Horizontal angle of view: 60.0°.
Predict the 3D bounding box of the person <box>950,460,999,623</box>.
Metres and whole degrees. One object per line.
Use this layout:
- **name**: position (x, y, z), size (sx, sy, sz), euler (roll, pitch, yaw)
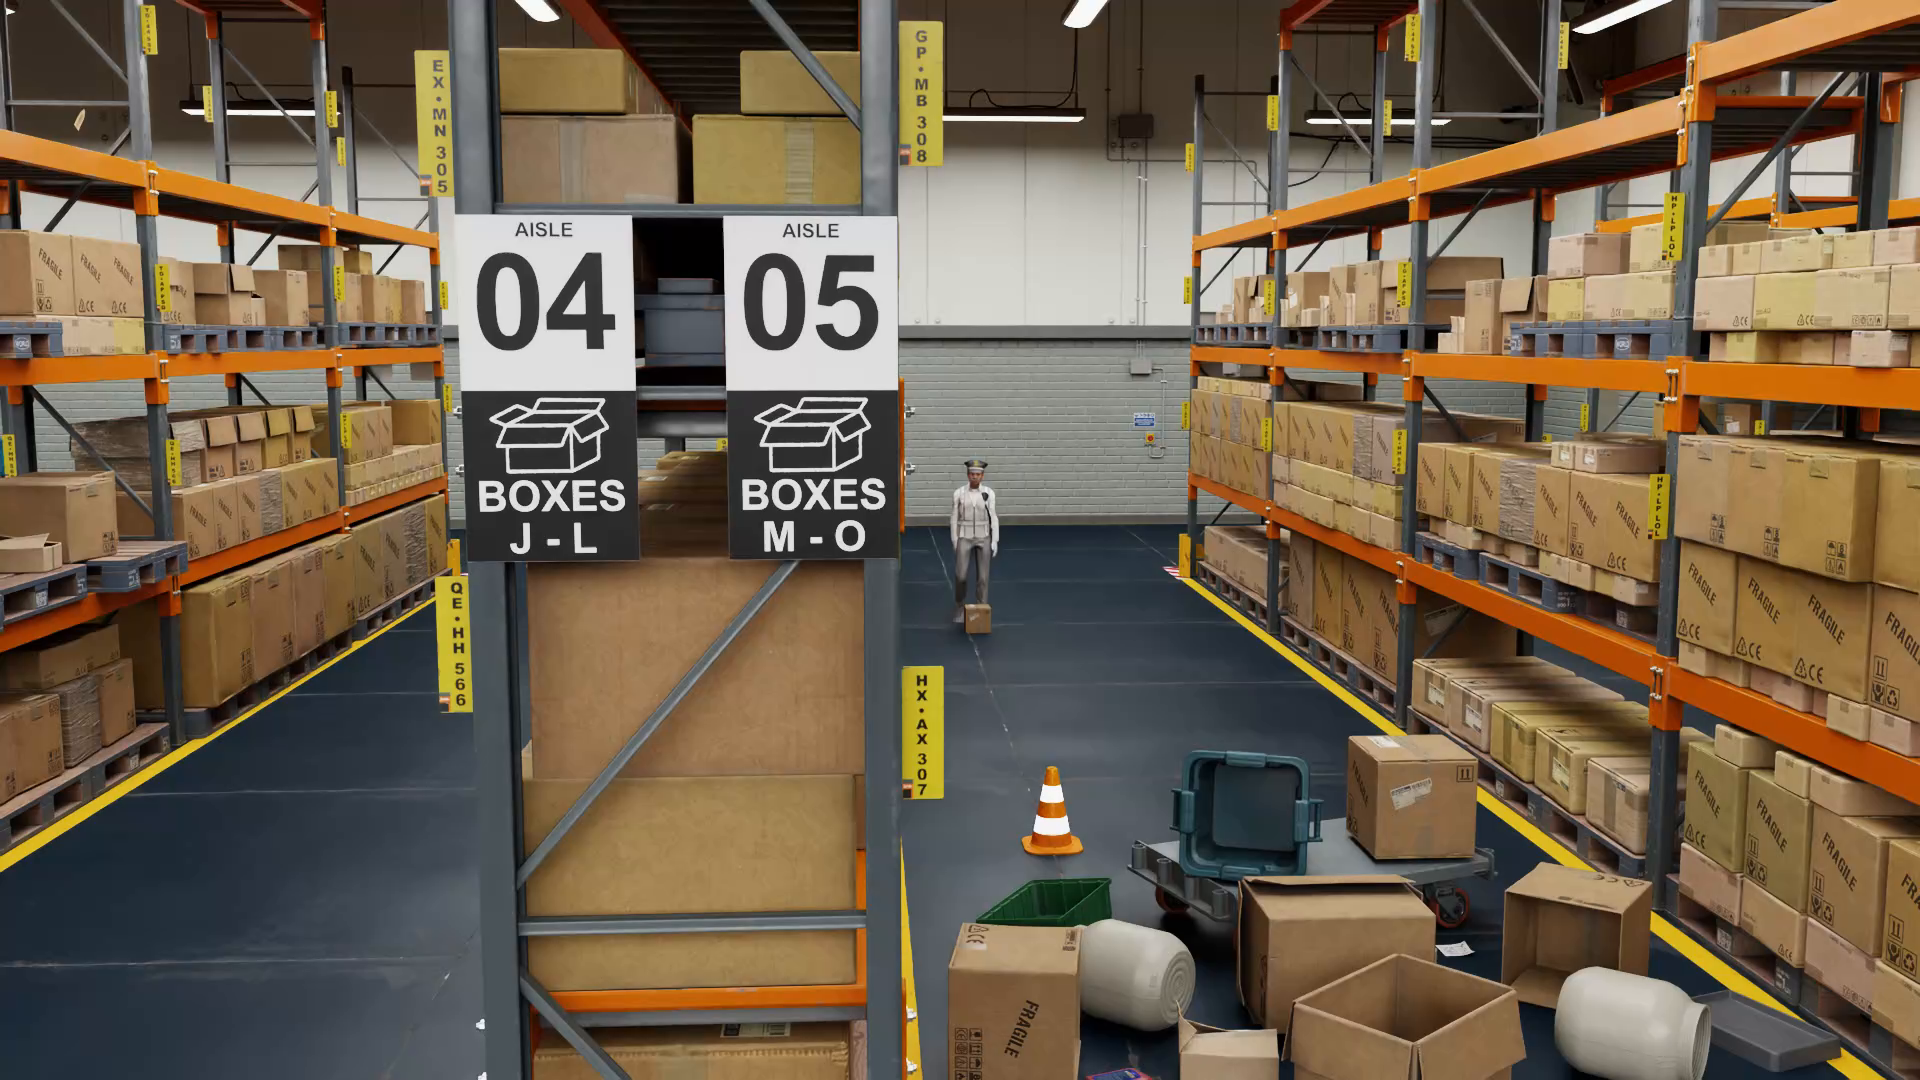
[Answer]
- **person**: position (0.150, 0.041, 16.984), size (0.490, 1.729, 0.486), euler (0, 7, -3)
